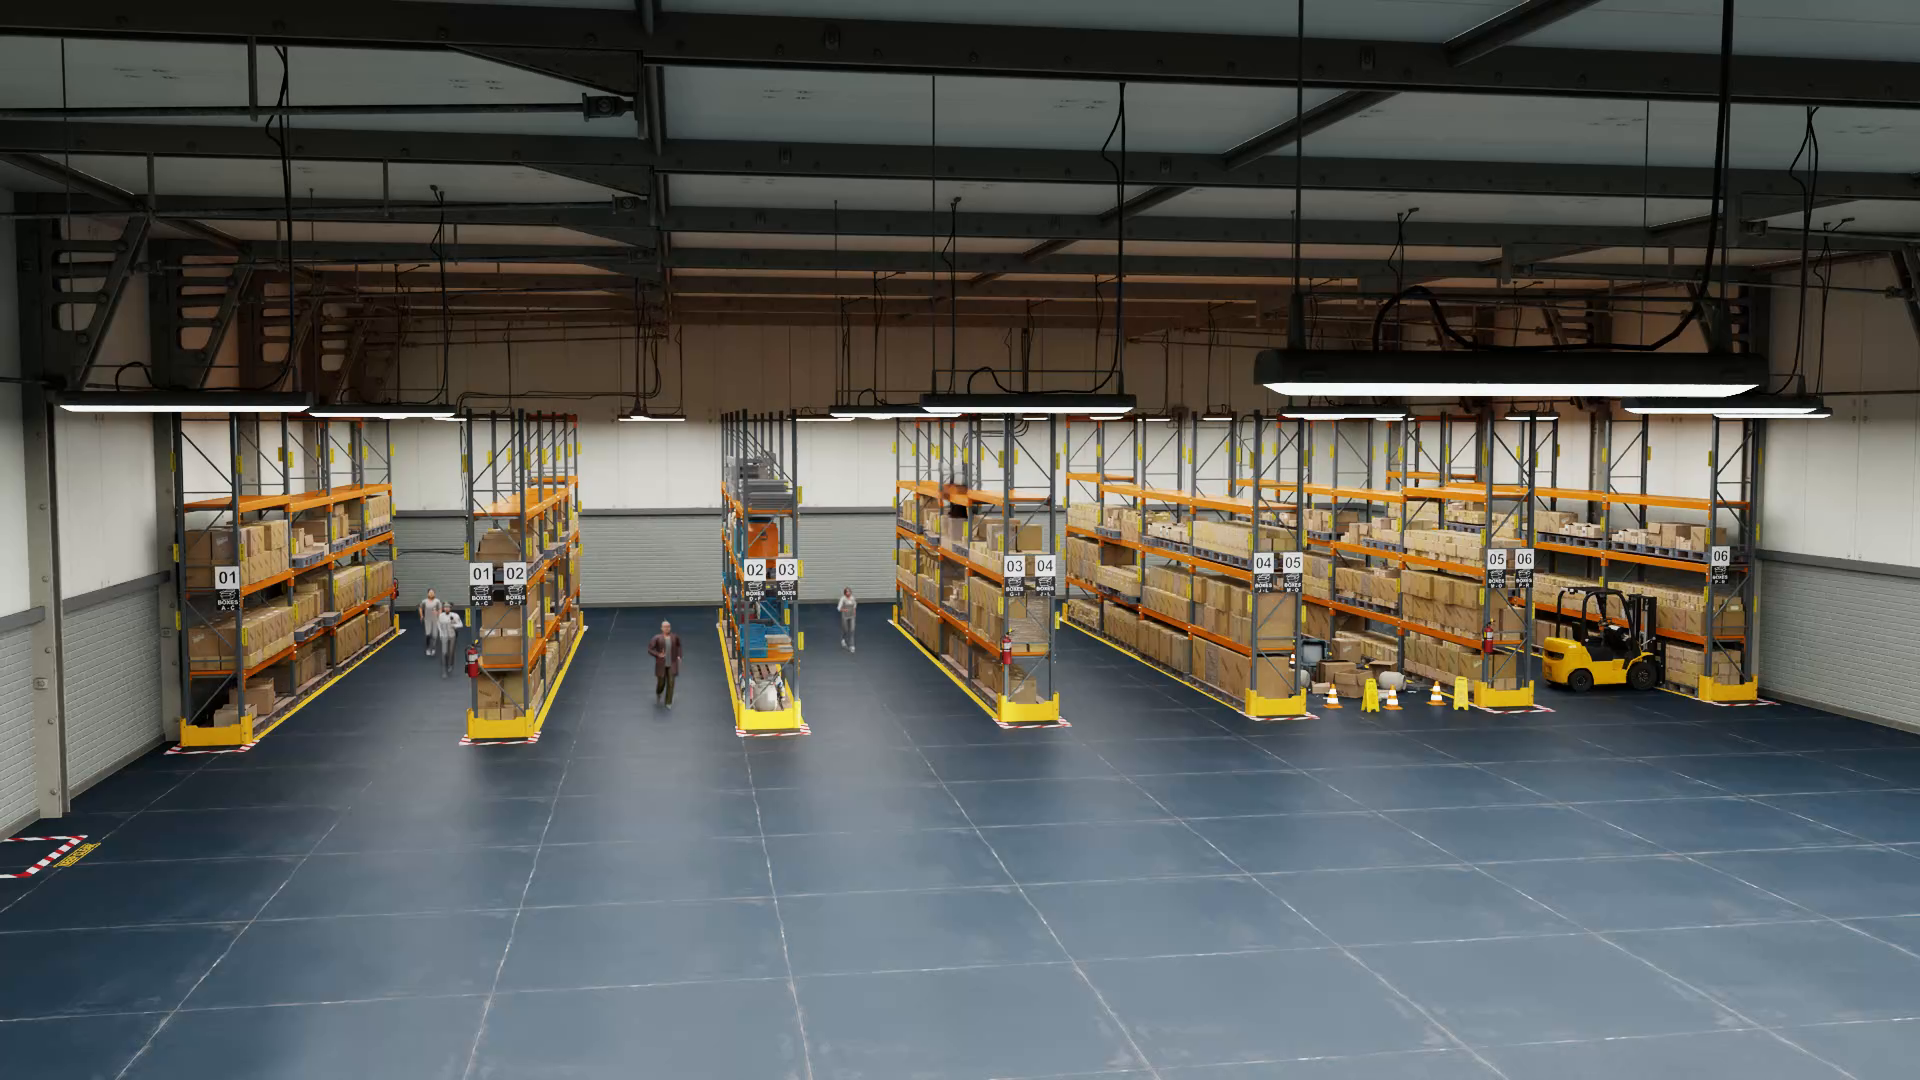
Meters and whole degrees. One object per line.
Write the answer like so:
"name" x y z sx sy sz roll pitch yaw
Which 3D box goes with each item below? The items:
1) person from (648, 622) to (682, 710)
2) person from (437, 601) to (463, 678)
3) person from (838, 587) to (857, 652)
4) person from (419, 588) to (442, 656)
"person" -5.924 2.508 33.476 0.718 1.746 0.833 -2 4 -23
"person" -11.605 2.247 37.847 0.584 1.754 0.776 -1 4 -11
"person" -2.838 1.989 41.993 0.538 1.605 0.877 -1 4 -20
"person" -13.049 2.026 41.027 0.534 1.671 0.685 -1 4 -21
